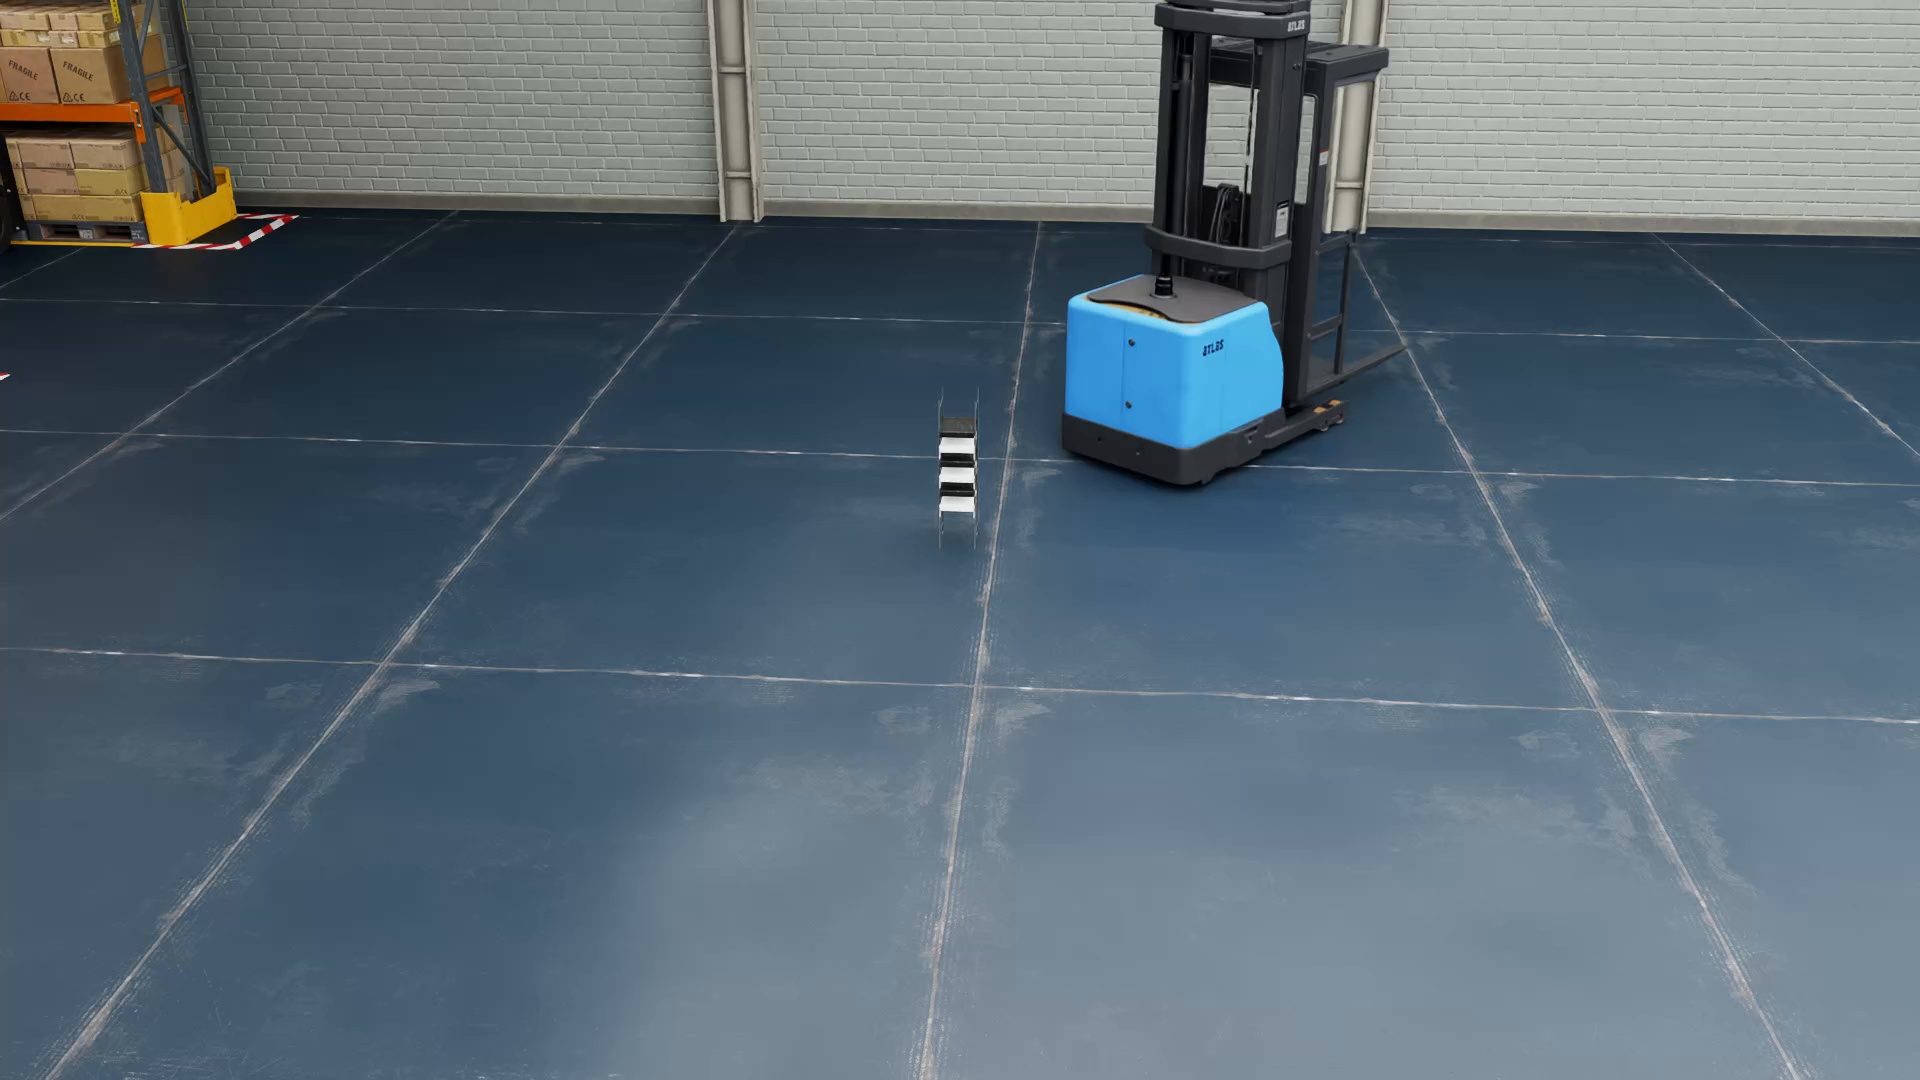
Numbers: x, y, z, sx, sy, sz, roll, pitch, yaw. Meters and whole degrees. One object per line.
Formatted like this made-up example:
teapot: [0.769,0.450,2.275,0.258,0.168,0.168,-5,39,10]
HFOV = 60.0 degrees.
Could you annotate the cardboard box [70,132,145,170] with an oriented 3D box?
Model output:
cardboard box: [-8.042,-3.695,15.783,0.500,0.250,0.500,3,25,6]

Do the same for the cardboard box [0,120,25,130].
cardboard box: [-9.530,-3.959,16.356,0.500,0.250,0.500,1,25,3]

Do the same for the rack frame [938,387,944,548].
rack frame: [-0.109,-0.412,9.570,0.006,0.900,0.240,2,25,4]

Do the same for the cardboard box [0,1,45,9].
cardboard box: [-8.910,-5.027,15.834,0.250,0.149,0.380,3,25,6]

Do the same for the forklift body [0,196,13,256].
forklift body: [-9.589,-3.329,14.412,1.214,2.155,2.313,2,25,4]

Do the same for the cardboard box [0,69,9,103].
cardboard box: [-9.097,-4.403,15.611,0.500,0.500,0.500,1,25,3]

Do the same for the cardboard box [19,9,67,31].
cardboard box: [-8.443,-4.805,15.354,0.250,0.149,0.380,2,25,5]

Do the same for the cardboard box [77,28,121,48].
cardboard box: [-7.926,-4.649,15.369,0.250,0.149,0.380,2,25,5]

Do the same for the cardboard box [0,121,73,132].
cardboard box: [-9.020,-3.940,16.314,0.500,0.250,0.500,2,25,4]

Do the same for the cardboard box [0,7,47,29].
cardboard box: [-8.686,-4.844,15.438,0.250,0.149,0.380,2,25,4]

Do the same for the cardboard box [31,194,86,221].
cardboard box: [-8.546,-3.259,16.032,0.500,0.250,0.500,2,25,4]

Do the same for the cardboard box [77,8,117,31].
cardboard box: [-7.932,-4.813,15.371,0.250,0.149,0.380,2,25,4]

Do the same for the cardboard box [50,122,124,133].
cardboard box: [-8.522,-3.919,16.270,0.500,0.250,0.500,2,25,4]

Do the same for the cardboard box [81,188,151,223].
cardboard box: [-8.051,-3.240,15.989,0.500,0.250,0.500,2,25,4]

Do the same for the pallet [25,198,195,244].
pallet: [-8.324,-3.155,16.354,1.213,0.211,1.003,2,25,4]

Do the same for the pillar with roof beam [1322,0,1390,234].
pillar with roof beam: [3.451,-5.360,10.632,0.400,9.000,9.100,2,25,4]

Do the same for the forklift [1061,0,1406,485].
forklift: [2.039,-2.202,11.028,1.130,2.935,3.031,21,32,38]

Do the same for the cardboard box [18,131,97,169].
cardboard box: [-8.551,-3.709,15.813,0.500,0.250,0.500,2,25,5]

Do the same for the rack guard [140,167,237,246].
rack guard: [-7.535,-3.278,16.276,0.348,0.500,1.175,2,25,4]

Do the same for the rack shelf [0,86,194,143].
rack shelf: [-9.553,-4.152,16.045,4.000,0.370,1.077,2,25,4]

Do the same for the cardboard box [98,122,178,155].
cardboard box: [-8.023,-3.905,16.238,0.500,0.250,0.500,1,25,3]

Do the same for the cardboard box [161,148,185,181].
cardboard box: [-8.011,-3.685,16.359,0.500,0.250,0.500,2,25,5]

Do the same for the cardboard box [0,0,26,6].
cardboard box: [-9.164,-5.076,15.942,0.250,0.149,0.380,1,25,3]

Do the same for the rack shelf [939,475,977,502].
rack shelf: [-0.008,-0.297,9.614,0.200,0.077,0.258,2,25,4]

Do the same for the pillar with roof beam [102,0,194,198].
pillar with roof beam: [-8.513,-5.744,11.467,0.400,9.000,9.100,2,25,4]

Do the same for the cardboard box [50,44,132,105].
cardboard box: [-8.069,-4.366,15.531,0.500,0.500,0.500,1,25,3]

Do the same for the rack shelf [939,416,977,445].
rack shelf: [-0.008,-0.624,9.464,0.200,0.077,0.258,2,25,4]

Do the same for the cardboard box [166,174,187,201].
cardboard box: [-8.033,-3.453,16.454,0.500,0.250,0.500,2,25,4]

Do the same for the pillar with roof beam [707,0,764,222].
pillar with roof beam: [-2.531,-5.552,11.050,0.400,9.000,9.100,2,25,4]

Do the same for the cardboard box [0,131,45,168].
cardboard box: [-9.055,-3.721,15.839,0.500,0.250,0.500,2,25,5]

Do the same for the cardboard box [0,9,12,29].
cardboard box: [-8.954,-4.807,15.356,0.250,0.149,0.380,2,25,5]

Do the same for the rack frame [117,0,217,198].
rack frame: [-7.559,-4.415,15.756,0.127,3.000,1.000,2,25,4]

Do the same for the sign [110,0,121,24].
sign: [-7.614,-4.822,14.974,0.005,0.325,0.100,2,25,4]

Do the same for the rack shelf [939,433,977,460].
rack shelf: [-0.008,-0.542,9.501,0.200,0.077,0.258,2,25,4]

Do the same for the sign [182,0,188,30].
sign: [-7.510,-5.075,16.060,0.005,0.325,0.100,2,25,4]

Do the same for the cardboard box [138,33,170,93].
cardboard box: [-8.031,-4.592,16.021,0.500,0.500,0.500,3,25,6]

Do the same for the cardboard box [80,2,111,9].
cardboard box: [-8.137,-5.024,15.829,0.250,0.149,0.380,3,25,6]

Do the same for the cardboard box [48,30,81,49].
cardboard box: [-8.183,-4.645,15.360,0.250,0.149,0.380,2,25,5]

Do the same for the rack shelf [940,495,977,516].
rack shelf: [-0.008,-0.215,9.652,0.200,0.077,0.258,2,25,4]

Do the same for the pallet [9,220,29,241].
pallet: [-9.537,-3.195,16.441,1.213,0.211,1.003,2,25,4]

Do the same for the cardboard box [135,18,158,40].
cardboard box: [-7.877,-4.874,15.858,0.250,0.149,0.380,1,25,3]

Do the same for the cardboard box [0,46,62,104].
cardboard box: [-8.586,-4.387,15.576,0.500,0.500,0.500,3,25,6]

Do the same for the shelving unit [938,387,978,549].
shelving unit: [-0.008,-0.409,9.562,0.210,0.900,0.258,2,25,4]

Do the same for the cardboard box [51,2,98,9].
cardboard box: [-8.400,-5.015,15.808,0.250,0.149,0.380,2,25,5]

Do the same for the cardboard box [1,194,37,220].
cardboard box: [-9.044,-3.279,16.075,0.500,0.250,0.500,2,25,5]

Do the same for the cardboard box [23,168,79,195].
cardboard box: [-8.567,-3.489,15.933,0.500,0.250,0.500,2,25,3]

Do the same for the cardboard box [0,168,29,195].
cardboard box: [-9.083,-3.497,15.950,0.500,0.250,0.500,1,25,3]

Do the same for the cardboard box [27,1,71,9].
cardboard box: [-8.645,-5.029,15.839,0.250,0.149,0.380,2,25,4]

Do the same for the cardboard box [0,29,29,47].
cardboard box: [-8.683,-4.691,15.461,0.250,0.149,0.380,2,25,4]

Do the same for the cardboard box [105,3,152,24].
cardboard box: [-7.877,-4.990,15.754,0.250,0.149,0.380,1,25,3]

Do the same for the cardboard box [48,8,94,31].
cardboard box: [-8.180,-4.808,15.360,0.250,0.149,0.380,2,25,4]

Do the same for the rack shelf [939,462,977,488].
rack shelf: [-0.008,-0.379,9.576,0.200,0.077,0.258,2,25,4]

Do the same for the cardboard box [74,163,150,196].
cardboard box: [-8.068,-3.469,15.889,0.500,0.250,0.500,2,25,3]

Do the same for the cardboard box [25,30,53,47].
cardboard box: [-8.437,-4.679,15.434,0.250,0.149,0.380,2,25,5]

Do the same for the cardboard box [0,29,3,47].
cardboard box: [-8.953,-4.680,15.437,0.250,0.149,0.380,1,25,2]

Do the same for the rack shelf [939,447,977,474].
rack shelf: [-0.008,-0.461,9.539,0.200,0.077,0.258,2,25,4]

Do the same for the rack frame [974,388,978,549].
rack frame: [0.093,-0.406,9.555,0.006,0.900,0.240,2,25,4]
